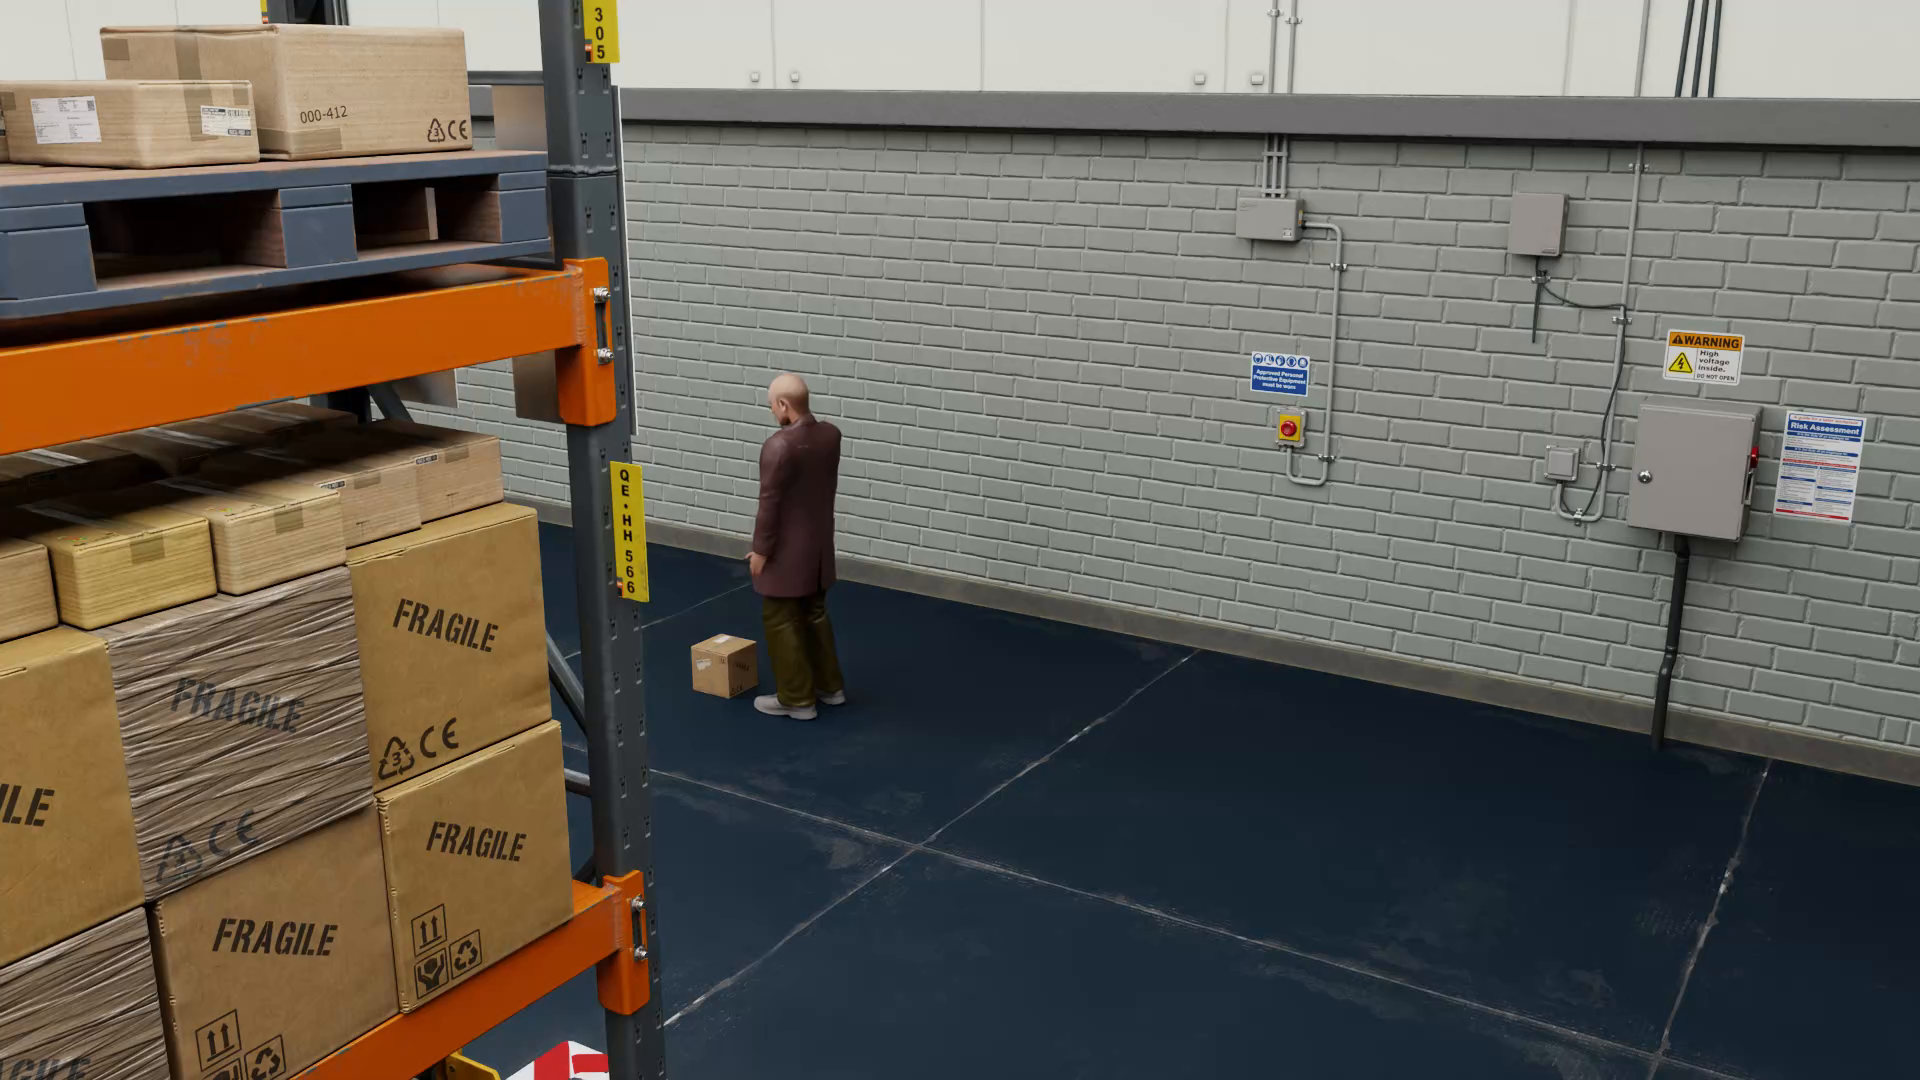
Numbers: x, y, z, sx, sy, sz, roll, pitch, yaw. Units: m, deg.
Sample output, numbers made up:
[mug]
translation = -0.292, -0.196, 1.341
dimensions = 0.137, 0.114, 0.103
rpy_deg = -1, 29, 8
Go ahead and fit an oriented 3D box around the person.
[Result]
[person]
translation = -0.852, 0.033, 8.470
dimensions = 0.379, 1.776, 0.562
rpy_deg = 10, 19, 31
